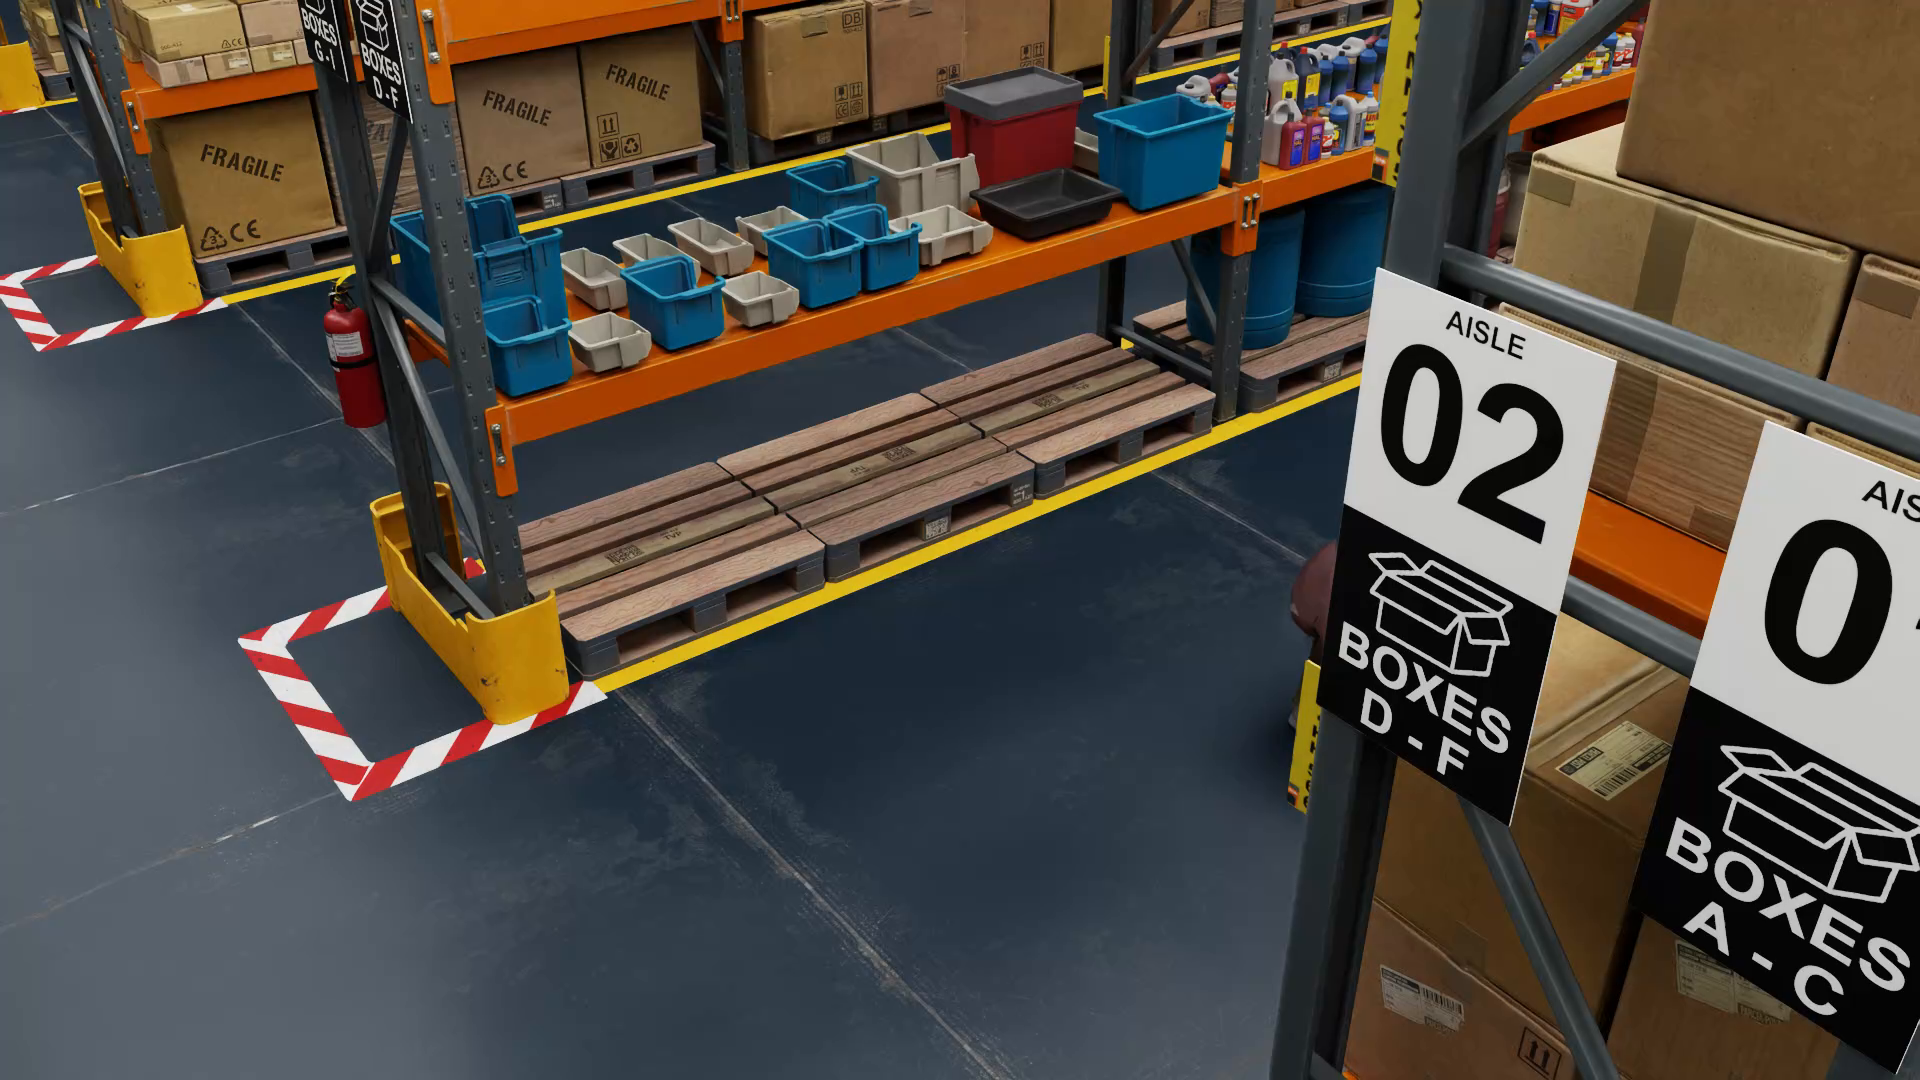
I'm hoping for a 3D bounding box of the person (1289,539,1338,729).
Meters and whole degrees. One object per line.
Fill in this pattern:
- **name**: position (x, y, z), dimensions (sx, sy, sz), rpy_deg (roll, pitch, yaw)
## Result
- **person**: position (1.657, 0.334, 6.483), dimensions (0.953, 0.895, 0.592), rpy_deg (-24, 39, -33)
